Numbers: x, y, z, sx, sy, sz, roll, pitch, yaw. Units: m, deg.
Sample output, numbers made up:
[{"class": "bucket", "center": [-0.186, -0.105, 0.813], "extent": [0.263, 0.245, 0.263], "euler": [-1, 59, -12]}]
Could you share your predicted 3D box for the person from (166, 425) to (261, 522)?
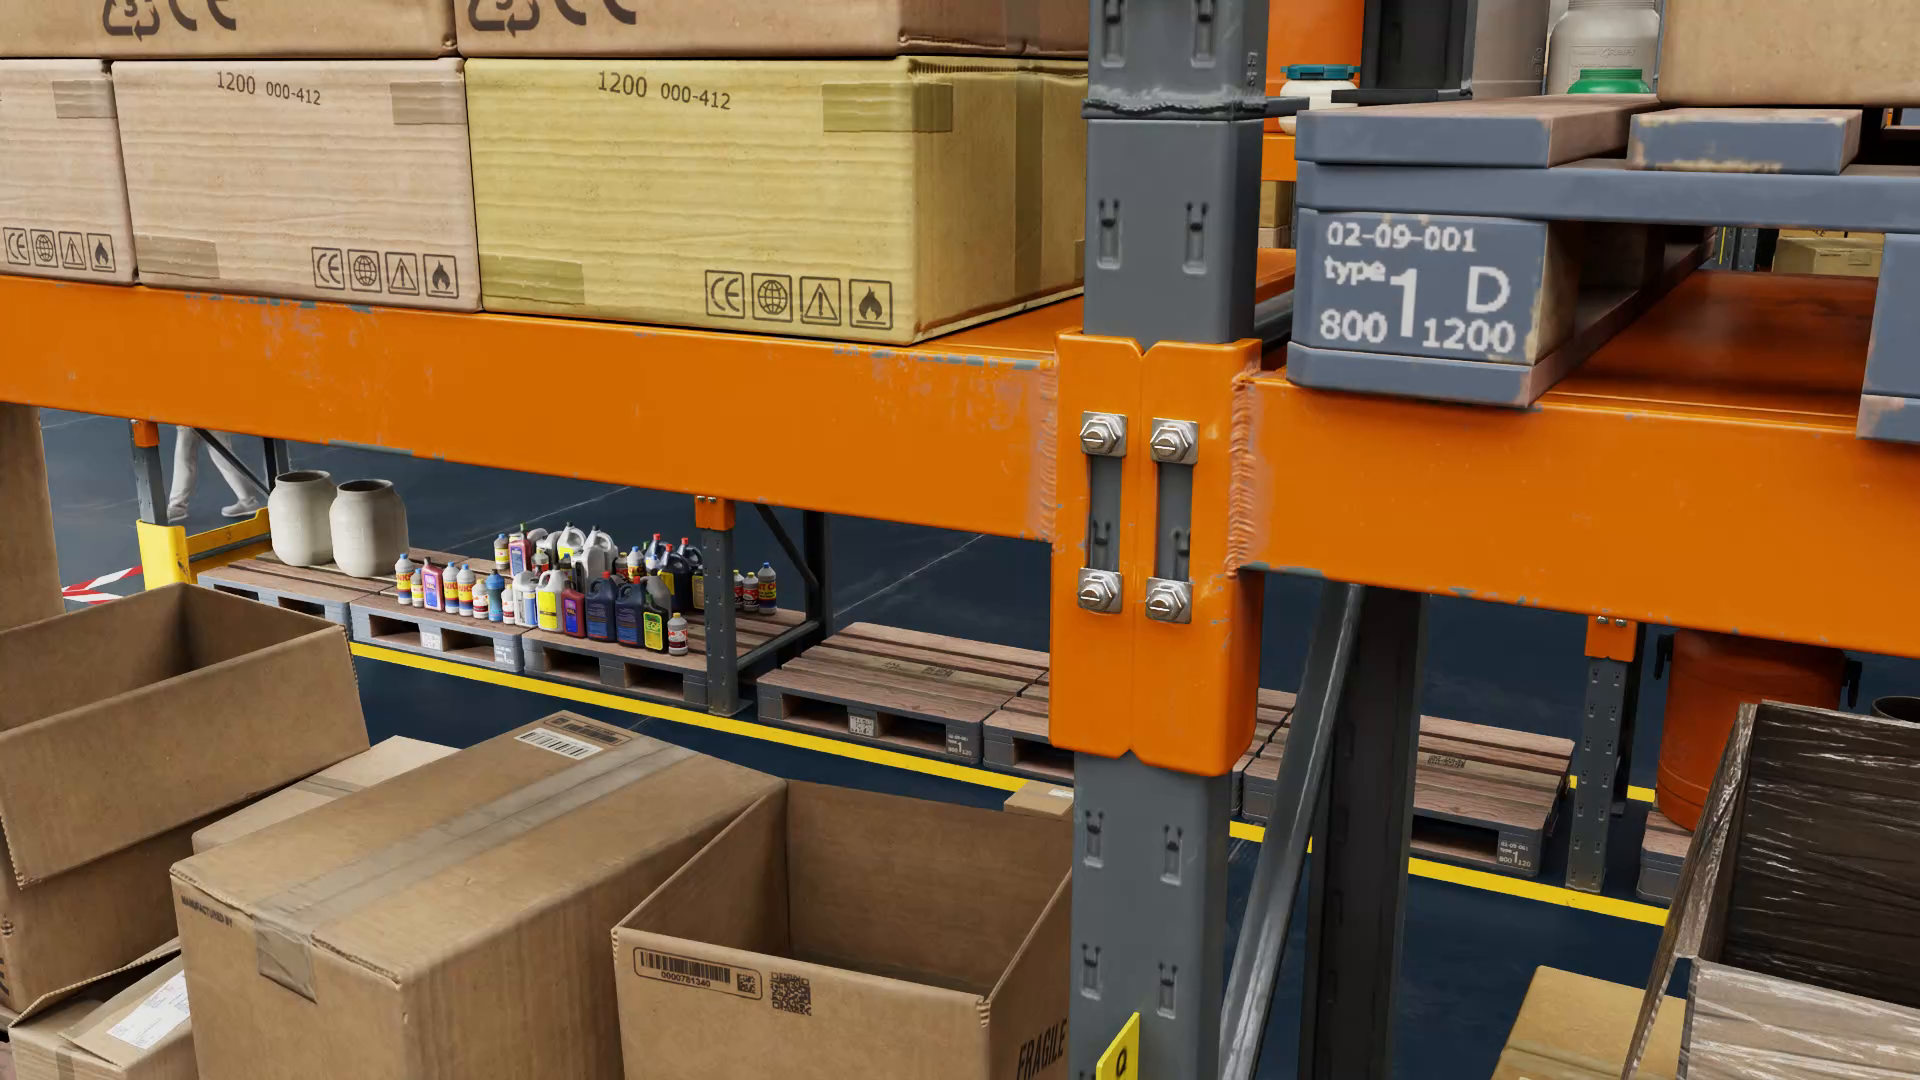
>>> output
[{"class": "person", "center": [-5.212, -0.894, 11.276], "extent": [0.764, 1.646, 0.529], "euler": [-11, 19, -33]}]
